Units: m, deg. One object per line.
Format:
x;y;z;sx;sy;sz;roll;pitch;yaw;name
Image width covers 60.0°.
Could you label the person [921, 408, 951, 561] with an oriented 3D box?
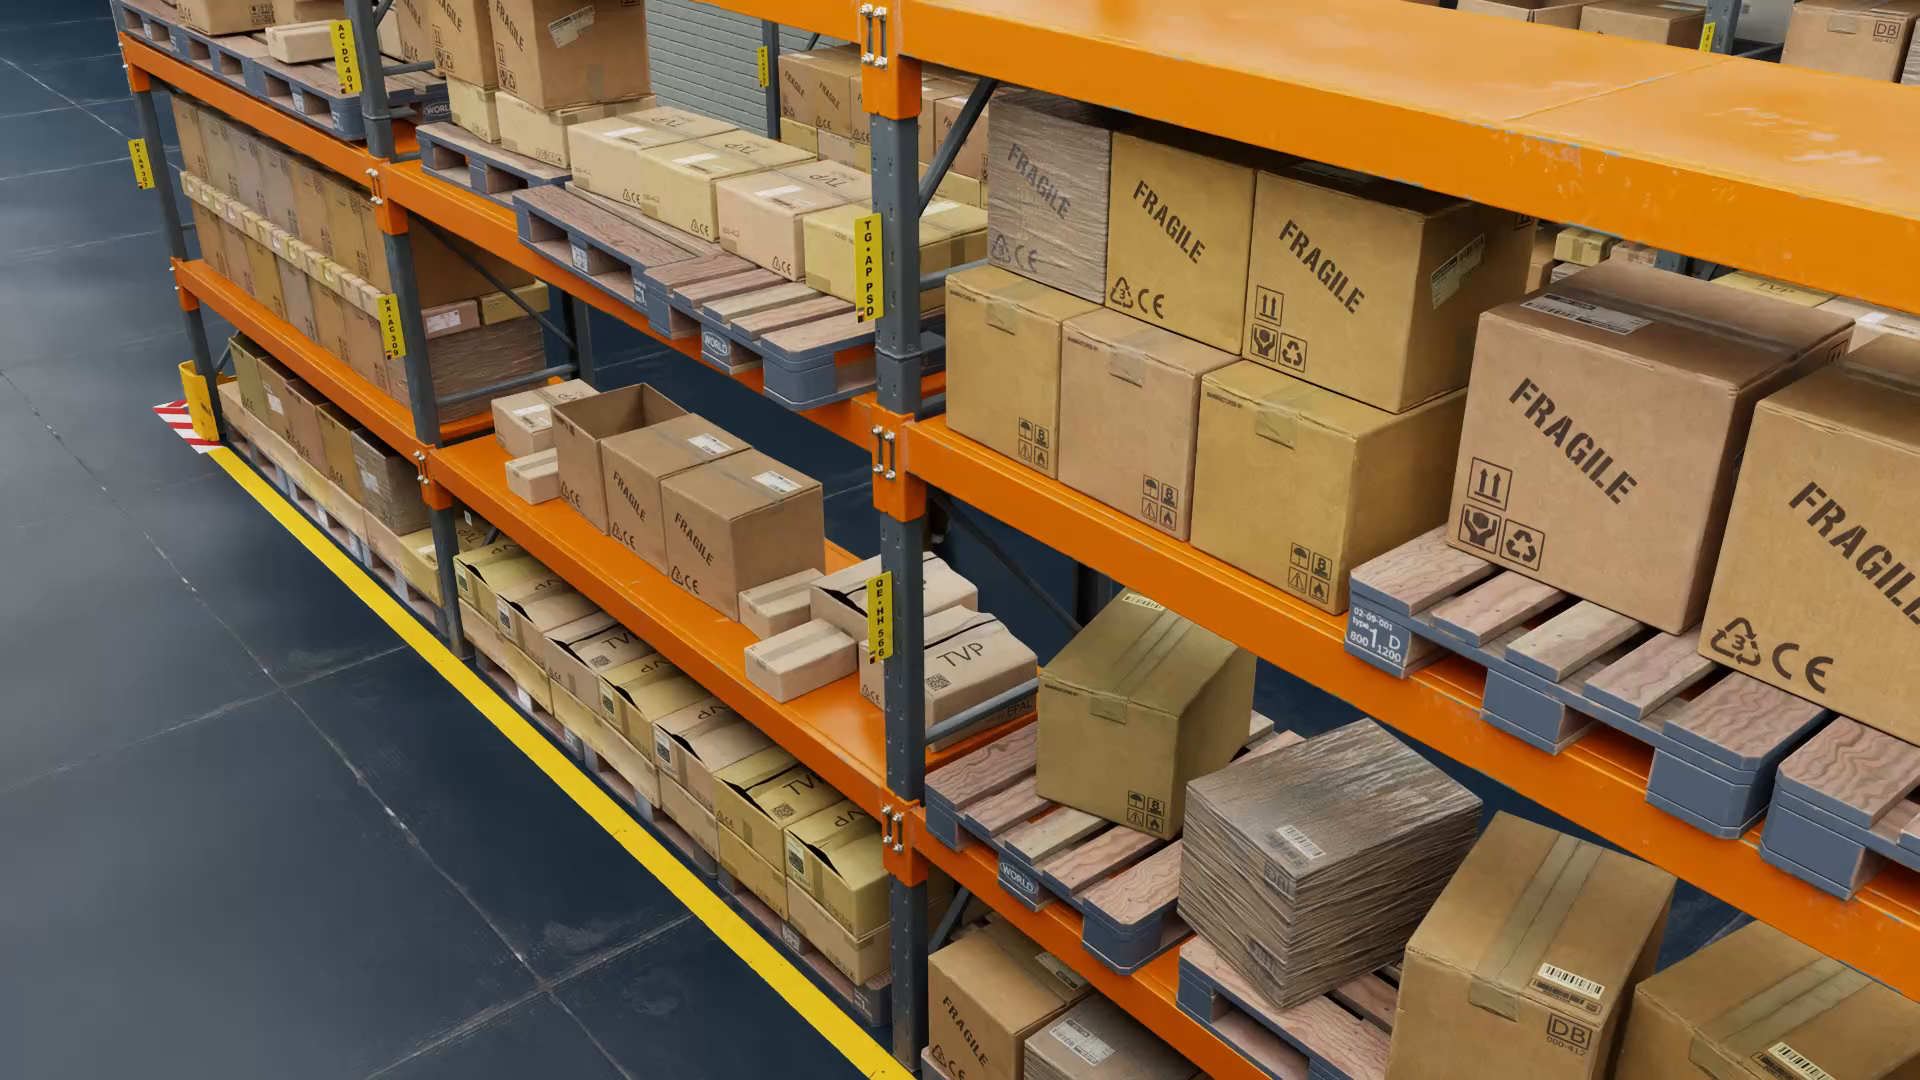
-0.230;-0.672;9.872;0.610;1.755;0.878;-5;28;-9;person
